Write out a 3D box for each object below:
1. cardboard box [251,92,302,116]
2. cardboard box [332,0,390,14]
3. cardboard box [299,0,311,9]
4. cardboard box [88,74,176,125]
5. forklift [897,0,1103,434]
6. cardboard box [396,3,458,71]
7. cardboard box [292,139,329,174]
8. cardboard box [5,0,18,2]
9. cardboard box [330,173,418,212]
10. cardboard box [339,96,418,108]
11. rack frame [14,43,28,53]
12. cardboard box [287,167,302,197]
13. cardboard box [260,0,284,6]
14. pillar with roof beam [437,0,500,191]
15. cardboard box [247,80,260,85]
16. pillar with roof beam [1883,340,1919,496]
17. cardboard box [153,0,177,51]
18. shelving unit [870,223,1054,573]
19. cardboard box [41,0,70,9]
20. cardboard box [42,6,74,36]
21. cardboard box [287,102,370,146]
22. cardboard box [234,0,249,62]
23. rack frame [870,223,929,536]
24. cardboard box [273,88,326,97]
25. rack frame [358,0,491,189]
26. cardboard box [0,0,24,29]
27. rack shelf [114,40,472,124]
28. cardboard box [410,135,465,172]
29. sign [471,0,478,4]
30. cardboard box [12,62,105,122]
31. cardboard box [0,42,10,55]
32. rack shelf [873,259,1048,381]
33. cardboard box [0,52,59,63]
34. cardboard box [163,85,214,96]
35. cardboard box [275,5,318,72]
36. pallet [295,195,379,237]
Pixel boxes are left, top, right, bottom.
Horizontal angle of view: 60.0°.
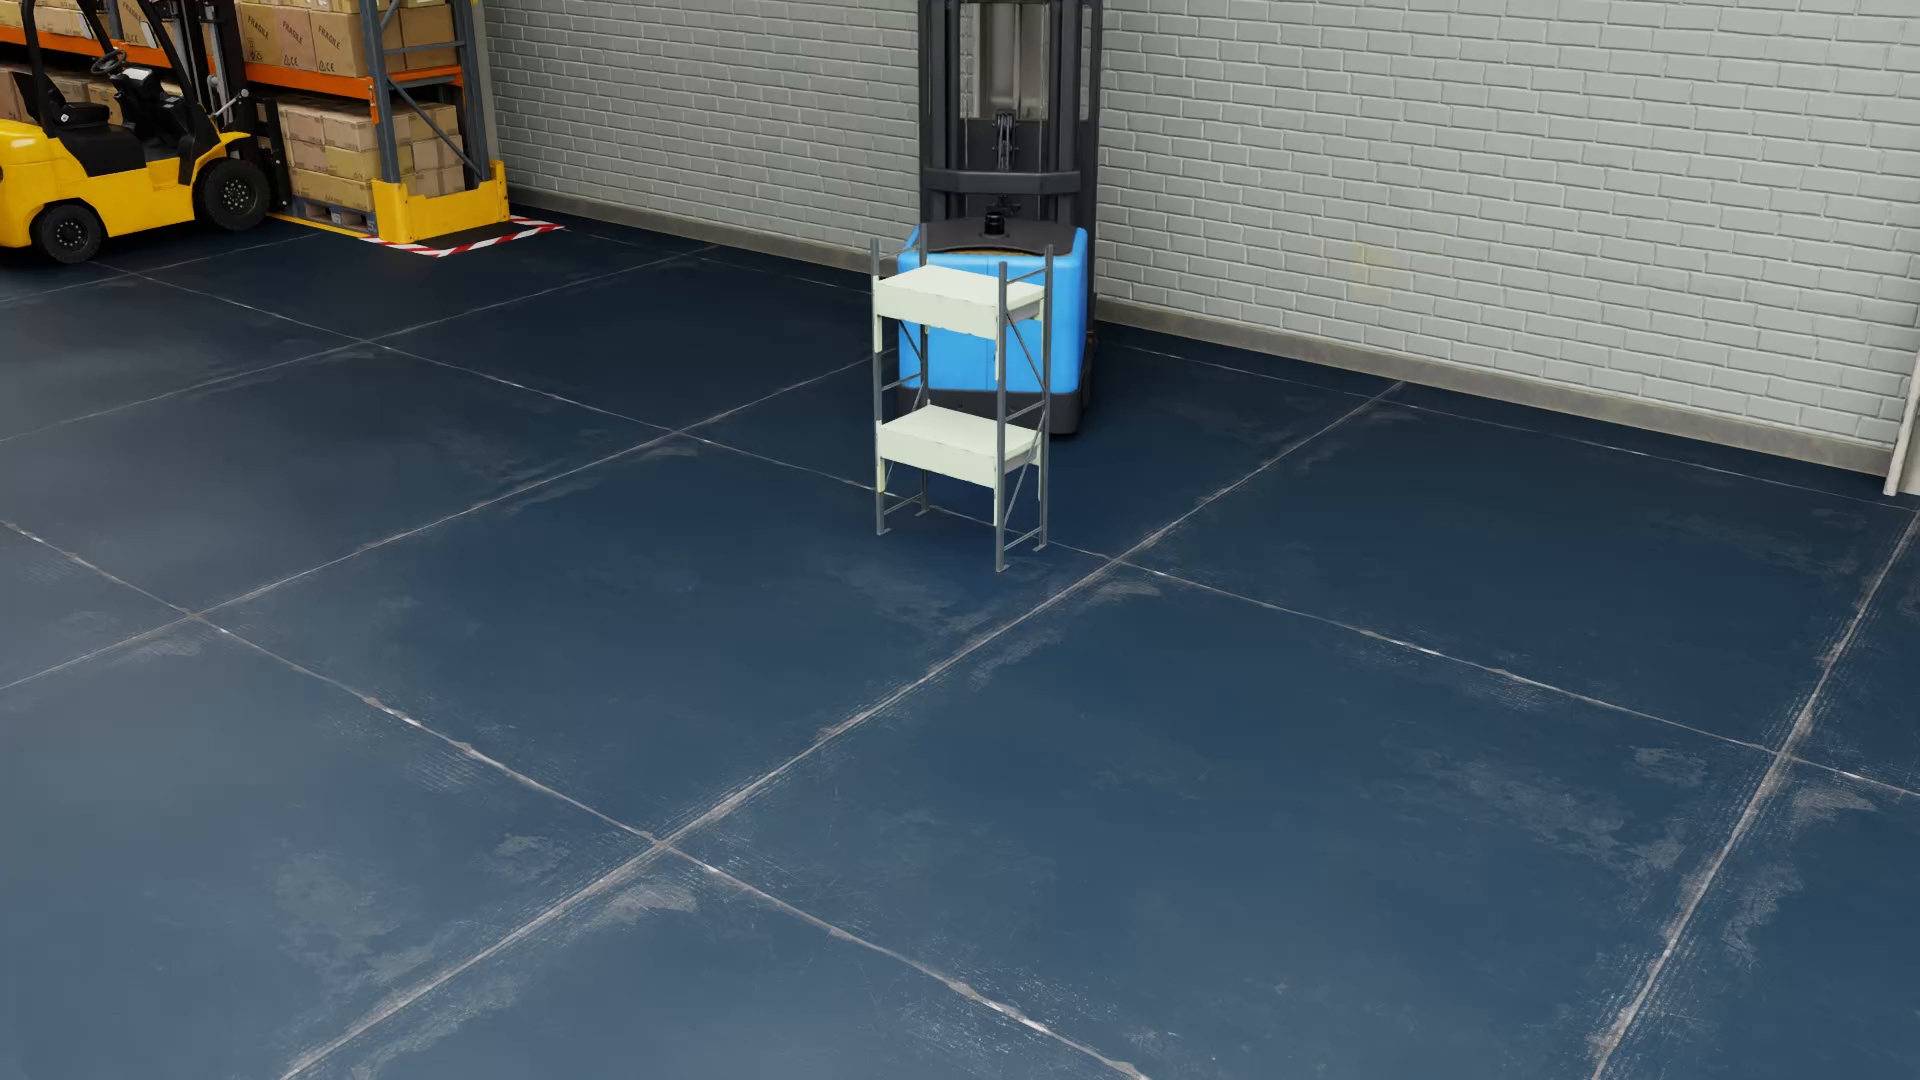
[{"bbox_3d":[-6.227,-3.830,14.871,0.500,0.250,0.500,16,28,32],"label":"cardboard box"},{"bbox_3d":[-4.894,-4.398,13.583,0.250,0.149,0.380,17,29,34],"label":"cardboard box"},{"bbox_3d":[-5.287,-4.533,13.889,0.250,0.149,0.380,17,29,34],"label":"cardboard box"},{"bbox_3d":[-8.074,-4.257,16.617,0.625,0.625,0.875,18,30,36],"label":"cardboard box"},{"bbox_3d":[0.323,-2.502,10.294,1.130,2.935,3.031,3,24,6],"label":"forklift"},{"bbox_3d":[-4.679,-4.317,14.204,0.500,0.500,0.500,18,29,35],"label":"cardboard box"},{"bbox_3d":[-5.421,-3.366,14.439,0.500,0.250,0.500,16,29,33],"label":"cardboard box"},{"bbox_3d":[-9.410,-5.601,16.809,0.500,0.250,0.500,17,29,34],"label":"cardboard box"},{"bbox_3d":[-5.014,-3.008,14.245,0.500,0.250,0.500,17,29,34],"label":"cardboard box"},{"bbox_3d":[-5.122,-3.750,14.691,0.500,0.250,0.500,17,29,33],"label":"cardboard box"},{"bbox_3d":[-10.850,-5.997,18.140,0.127,3.000,1.000,17,29,33],"label":"rack frame"},{"bbox_3d":[-5.801,-3.255,14.806,0.500,0.250,0.500,17,29,34],"label":"cardboard box"},{"bbox_3d":[-5.721,-4.646,14.145,0.250,0.149,0.380,16,28,32],"label":"cardboard box"},{"bbox_3d":[-7.047,-5.878,10.429,0.400,9.000,9.100,17,29,33],"label":"pillar with roof beam"},{"bbox_3d":[-6.725,-4.246,15.817,0.500,0.250,0.500,16,29,33],"label":"cardboard box"},{"bbox_3d":[2.555,-2.976,3.843,0.400,9.000,9.100,17,29,33],"label":"pillar with roof beam"},{"bbox_3d":[-7.024,-4.763,15.216,0.500,0.500,0.500,17,29,34],"label":"cardboard box"},{"bbox_3d":[0.005,-0.685,7.944,0.755,1.500,0.431,17,29,33],"label":"shelving unit"},{"bbox_3d":[-8.612,-5.348,16.233,0.500,0.250,0.500,16,28,32],"label":"cardboard box"},{"bbox_3d":[-8.615,-5.118,16.331,0.500,0.250,0.500,17,29,33],"label":"cardboard box"},{"bbox_3d":[-5.416,-3.586,14.317,0.500,0.250,0.500,17,29,34],"label":"cardboard box"},{"bbox_3d":[-6.229,-4.512,14.647,0.500,0.500,0.500,17,29,34],"label":"cardboard box"},{"bbox_3d":[-0.288,-0.773,8.145,0.023,1.500,0.400,17,29,33],"label":"rack frame"},{"bbox_3d":[-5.921,-4.001,15.260,0.500,0.250,0.500,16,28,32],"label":"cardboard box"},{"bbox_3d":[-4.449,-4.062,13.749,0.127,3.000,1.000,17,29,33],"label":"rack frame"},{"bbox_3d":[-9.412,-5.370,16.904,0.500,0.250,0.500,18,29,35],"label":"cardboard box"},{"bbox_3d":[-6.049,-4.216,14.992,4.000,0.370,1.077,17,29,33],"label":"rack shelf"},{"bbox_3d":[-4.700,-3.405,14.528,0.500,0.250,0.500,17,29,34],"label":"cardboard box"},{"bbox_3d":[-4.111,-4.672,13.962,0.005,0.325,0.100,17,29,33],"label":"sign"},{"bbox_3d":[-9.293,-4.629,17.459,0.625,0.625,0.875,15,28,31],"label":"cardboard box"},{"bbox_3d":[-11.081,-5.568,18.943,0.250,0.149,0.380,19,30,36],"label":"cardboard box"},{"bbox_3d":[0.005,-1.042,7.787,0.720,0.370,0.431,17,29,33],"label":"rack shelf"},{"bbox_3d":[-10.359,-4.947,18.181,0.625,0.625,0.875,18,29,35],"label":"cardboard box"},{"bbox_3d":[-7.047,-4.076,15.429,0.500,0.250,0.500,17,29,33],"label":"cardboard box"},{"bbox_3d":[-5.410,-4.271,14.098,0.500,0.500,0.500,18,29,35],"label":"cardboard box"},{"bbox_3d":[-5.086,-2.957,14.700,1.213,0.211,1.003,17,29,33],"label":"pallet"}]
